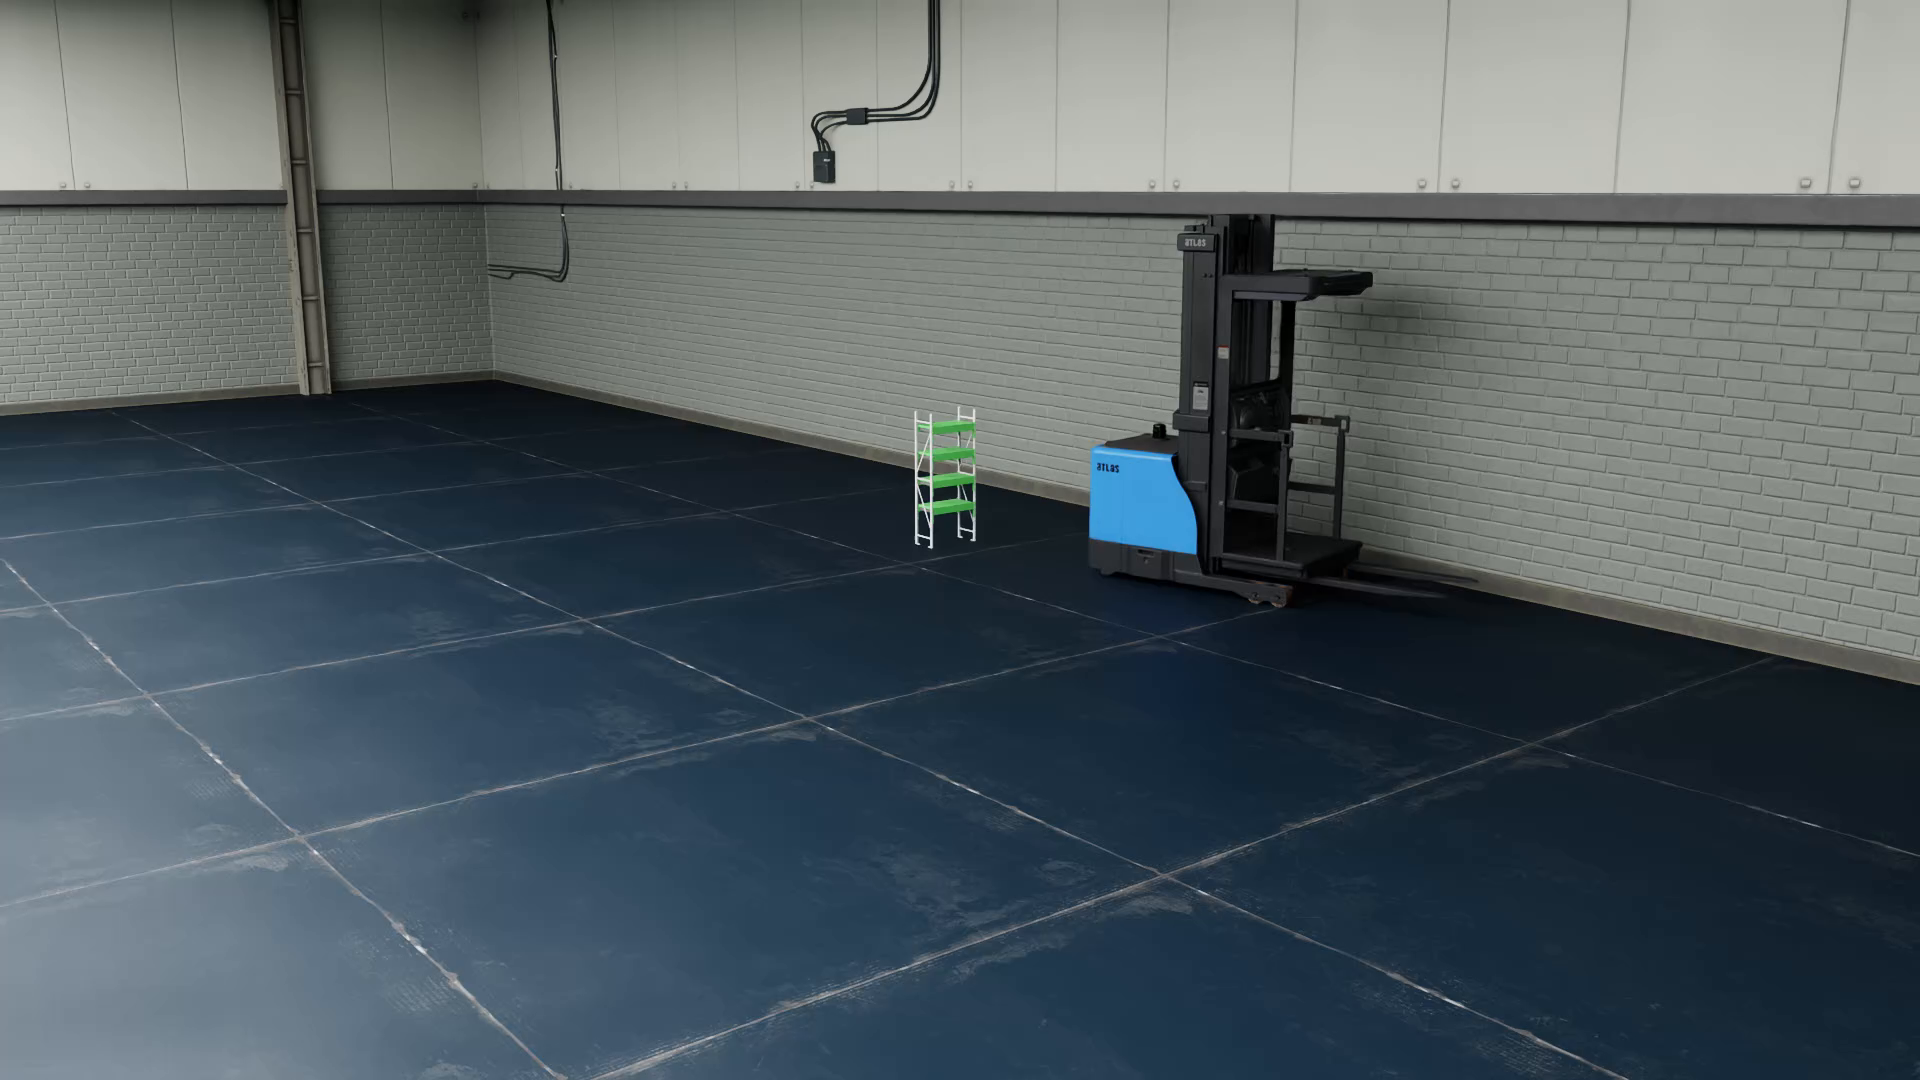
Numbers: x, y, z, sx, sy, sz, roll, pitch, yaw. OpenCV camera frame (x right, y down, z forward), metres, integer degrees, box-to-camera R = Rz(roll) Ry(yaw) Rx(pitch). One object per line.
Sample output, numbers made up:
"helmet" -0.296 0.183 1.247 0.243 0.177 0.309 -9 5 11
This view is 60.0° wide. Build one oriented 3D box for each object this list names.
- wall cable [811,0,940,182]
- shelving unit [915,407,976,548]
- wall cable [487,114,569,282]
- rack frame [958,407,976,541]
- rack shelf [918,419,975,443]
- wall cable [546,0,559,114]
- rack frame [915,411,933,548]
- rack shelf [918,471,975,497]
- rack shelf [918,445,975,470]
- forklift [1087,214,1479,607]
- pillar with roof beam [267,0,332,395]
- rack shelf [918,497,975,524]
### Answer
"wall cable" -0.979 -6.973 18.116 0.169 6.003 2.305 -9 15 -38
"shelving unit" -0.129 -0.565 14.903 0.503 1.200 0.258 -9 15 -38
"wall cable" -6.898 -5.332 26.052 0.112 2.526 3.097 -9 15 -38
"rack frame" 0.061 -0.597 15.052 0.015 1.200 0.240 -9 15 -38
"rack shelf" -0.129 -0.972 14.817 0.480 0.148 0.258 -9 15 -38
"wall cable" -5.208 -7.364 23.461 0.112 2.526 3.097 -9 15 -38
"rack frame" -0.320 -0.534 14.754 0.015 1.200 0.240 -9 15 -38
"rack shelf" -0.129 -0.503 14.916 0.480 0.148 0.258 -9 15 -38
"rack shelf" -0.129 -0.738 14.866 0.480 0.148 0.258 -9 15 -38
"forklift" 2.531 -1.042 12.981 3.031 2.935 1.130 9 15 36
"pillar with roof beam" -7.335 -5.985 21.651 0.400 9.000 9.100 -9 15 -38
"rack shelf" -0.129 -0.268 14.966 0.480 0.148 0.258 -9 15 -38
